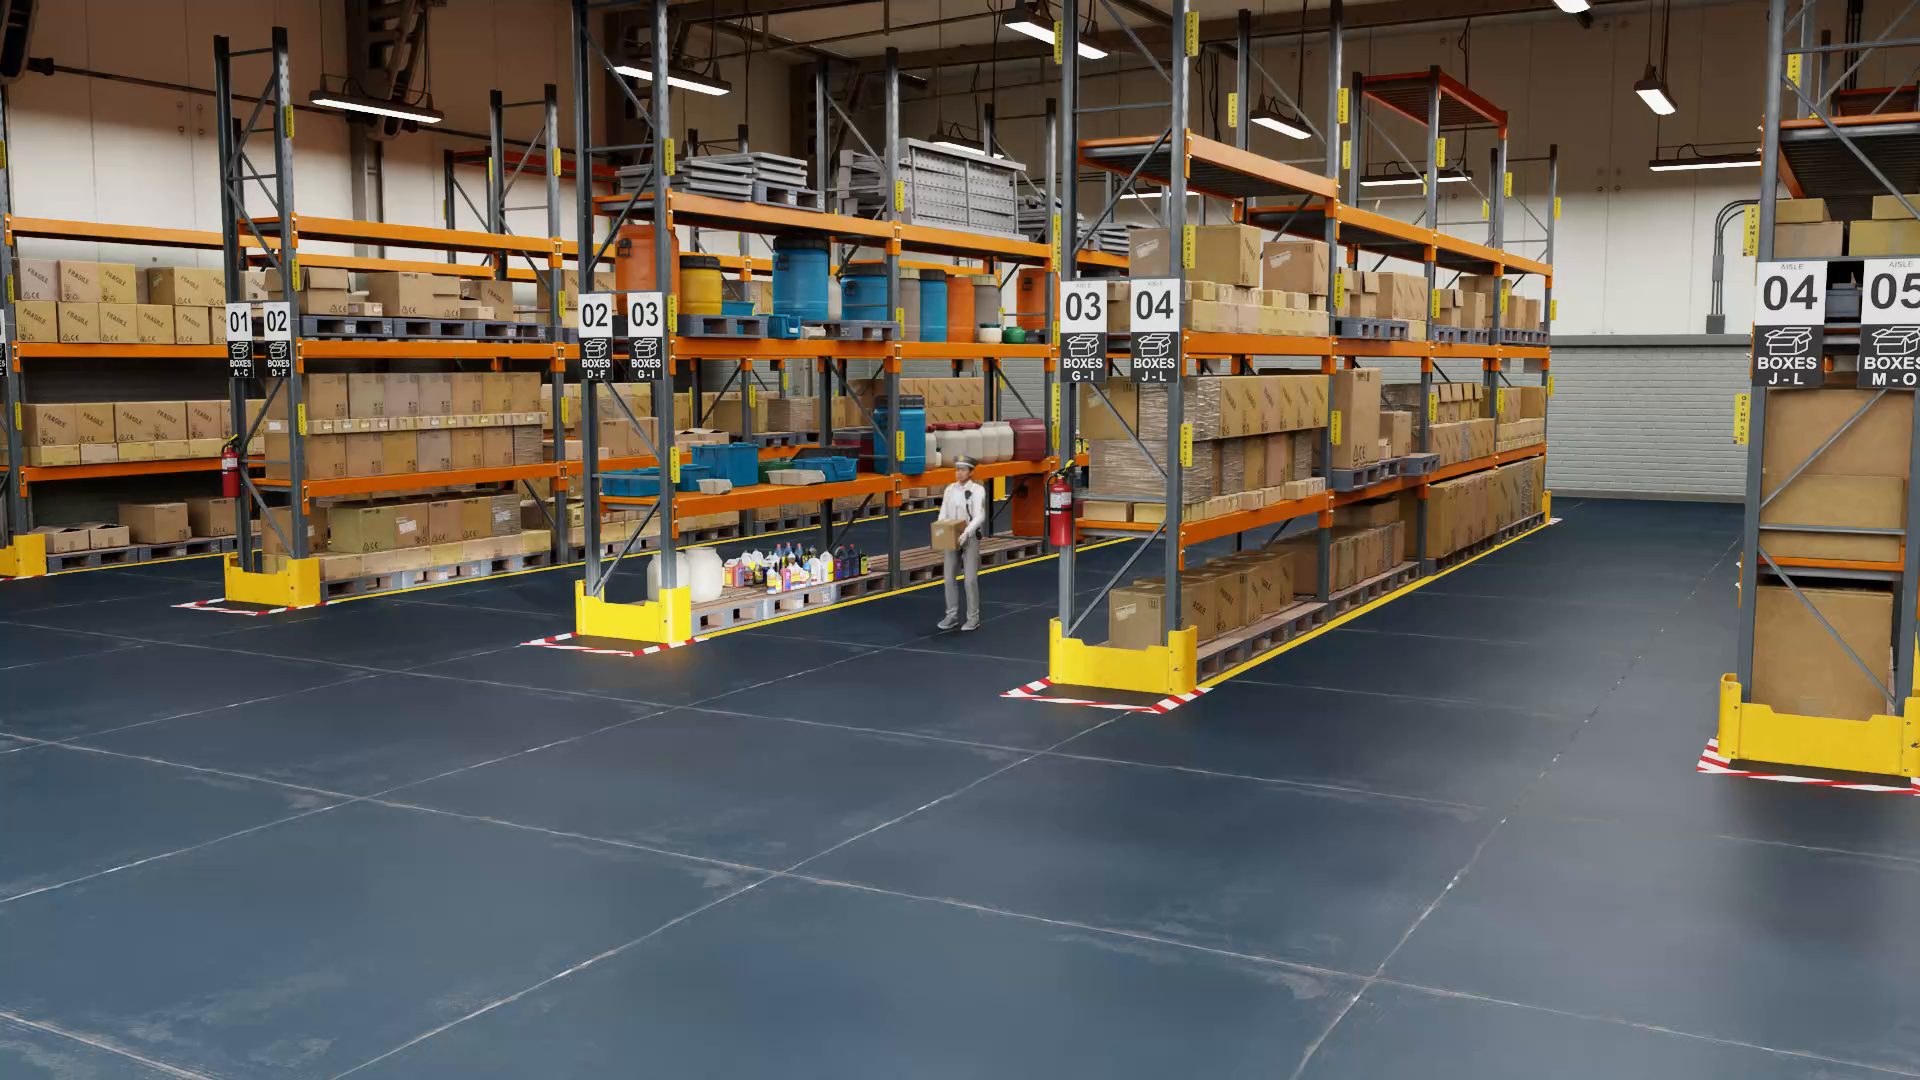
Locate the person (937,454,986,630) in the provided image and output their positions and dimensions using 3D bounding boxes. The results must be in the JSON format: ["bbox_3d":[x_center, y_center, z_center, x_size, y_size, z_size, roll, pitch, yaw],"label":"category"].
[{"bbox_3d":[-0.007,0.019,16.038,0.489,1.692,0.487,3,7,28],"label":"person"}]
